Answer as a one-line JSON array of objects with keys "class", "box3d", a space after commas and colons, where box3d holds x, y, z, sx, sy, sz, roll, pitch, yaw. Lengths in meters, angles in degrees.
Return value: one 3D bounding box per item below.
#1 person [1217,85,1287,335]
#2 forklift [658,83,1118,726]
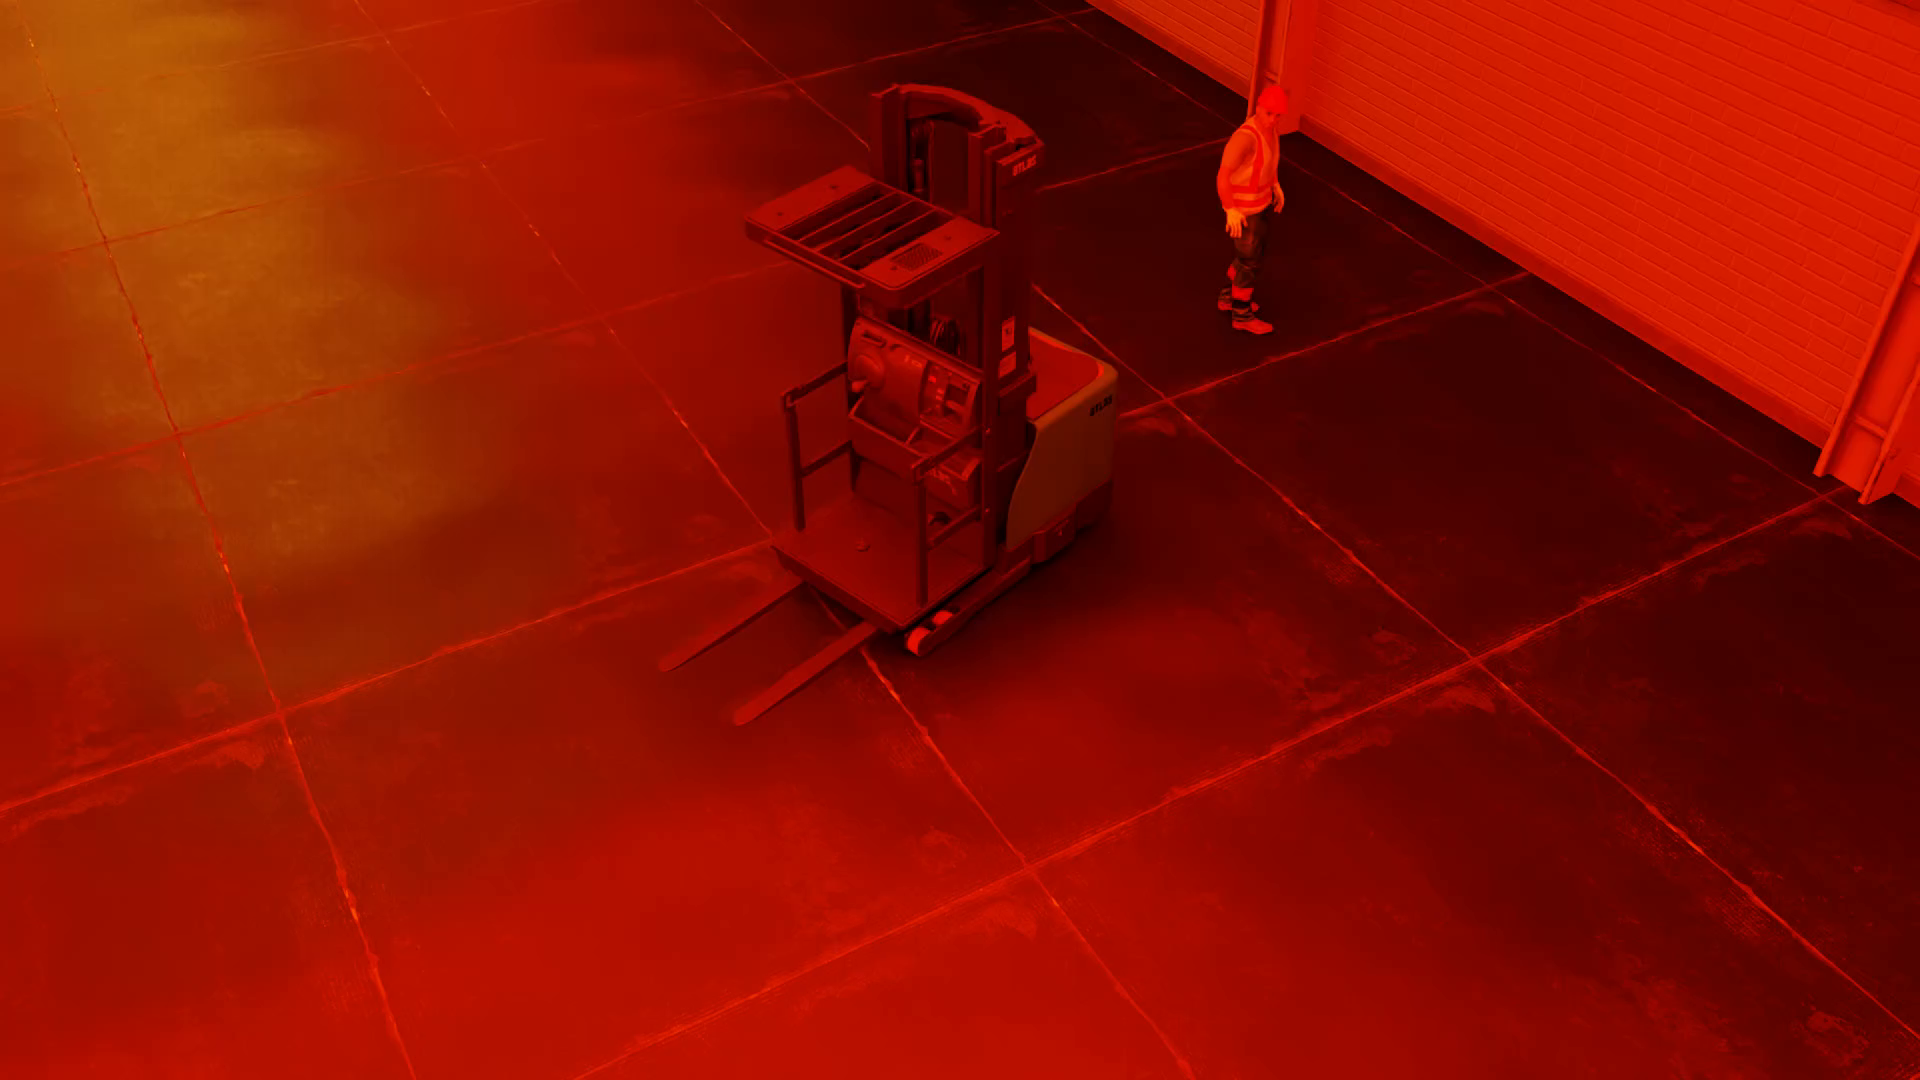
[{"class": "person", "box3d": [2.121, -2.338, 11.764, 0.512, 1.772, 0.757, 19, 43, 22]}, {"class": "forklift", "box3d": [-0.403, -0.831, 9.039, 1.130, 2.935, 3.031, 30, 48, 31]}]
